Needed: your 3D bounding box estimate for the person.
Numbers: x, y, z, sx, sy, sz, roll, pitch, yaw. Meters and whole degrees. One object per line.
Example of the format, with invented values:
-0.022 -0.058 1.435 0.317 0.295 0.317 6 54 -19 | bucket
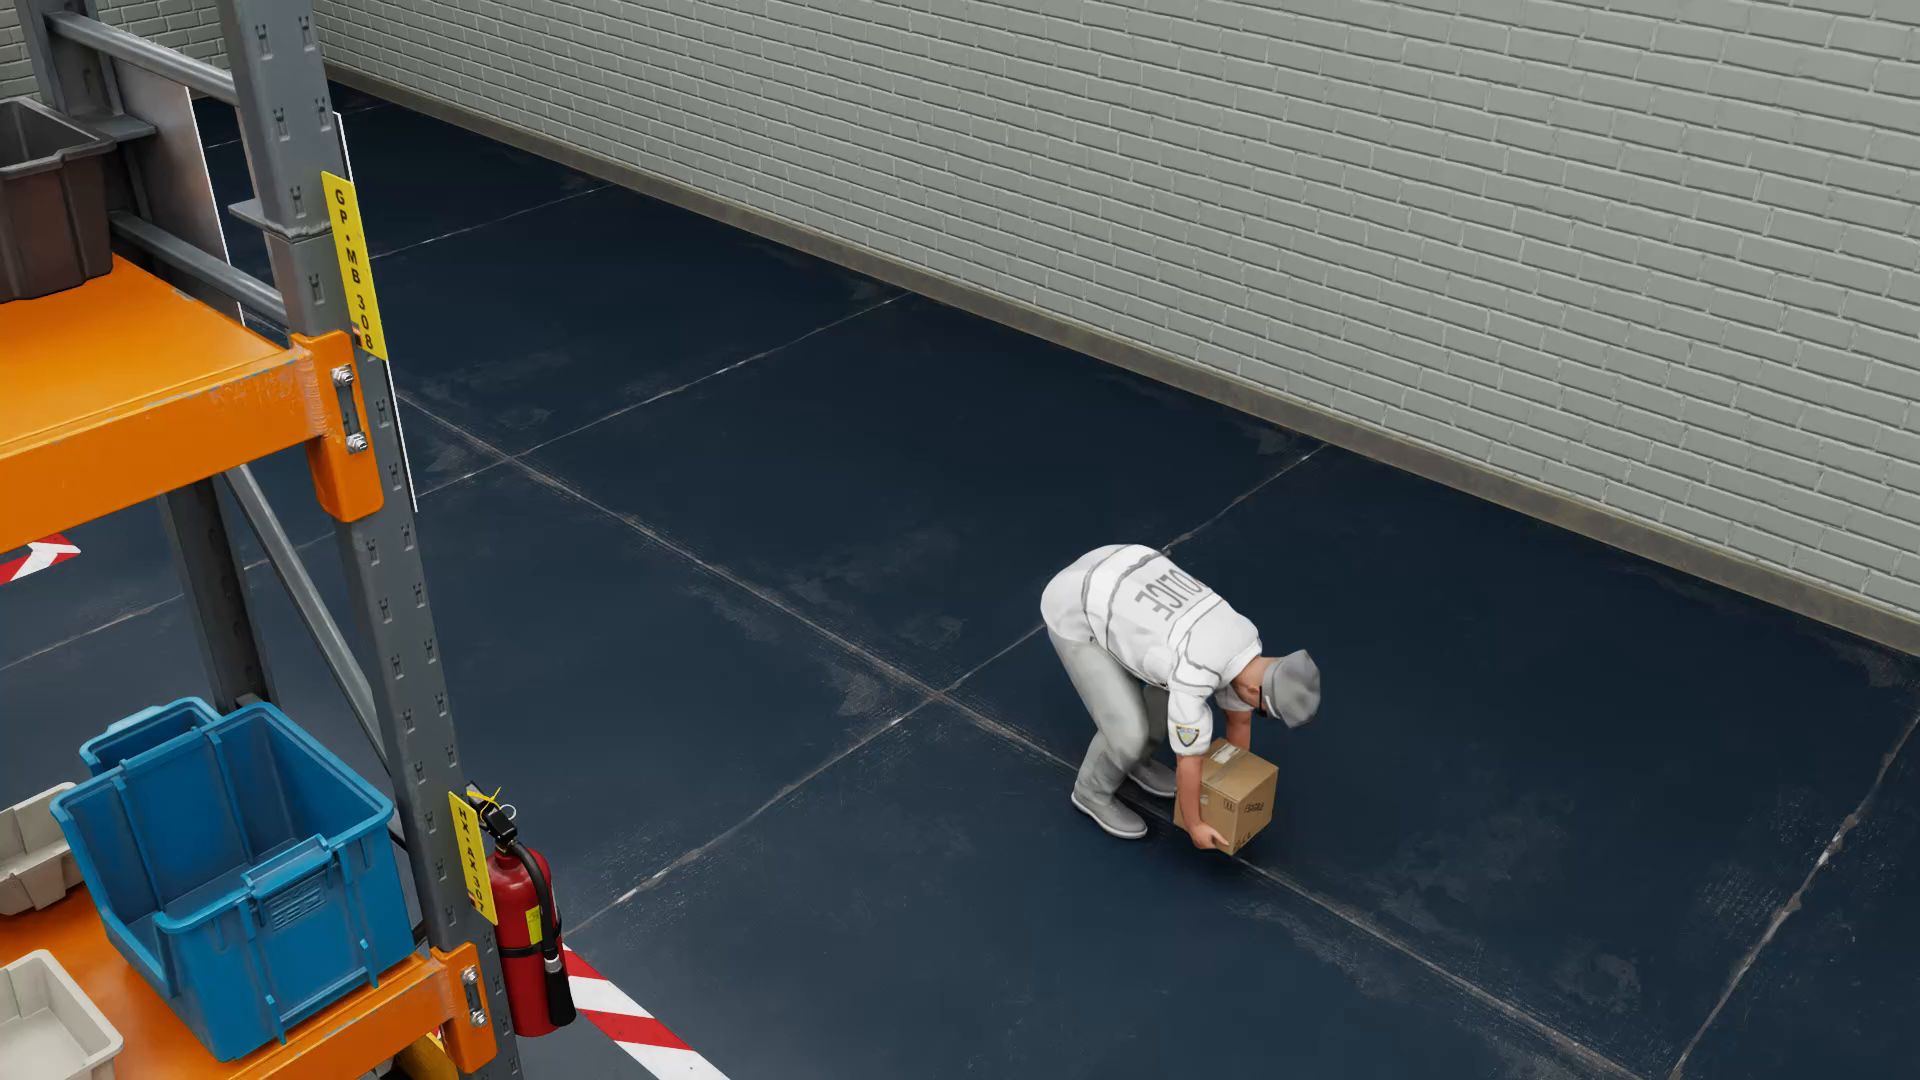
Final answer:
0.764 0.580 5.840 1.039 1.057 0.513 23 38 33 | person
